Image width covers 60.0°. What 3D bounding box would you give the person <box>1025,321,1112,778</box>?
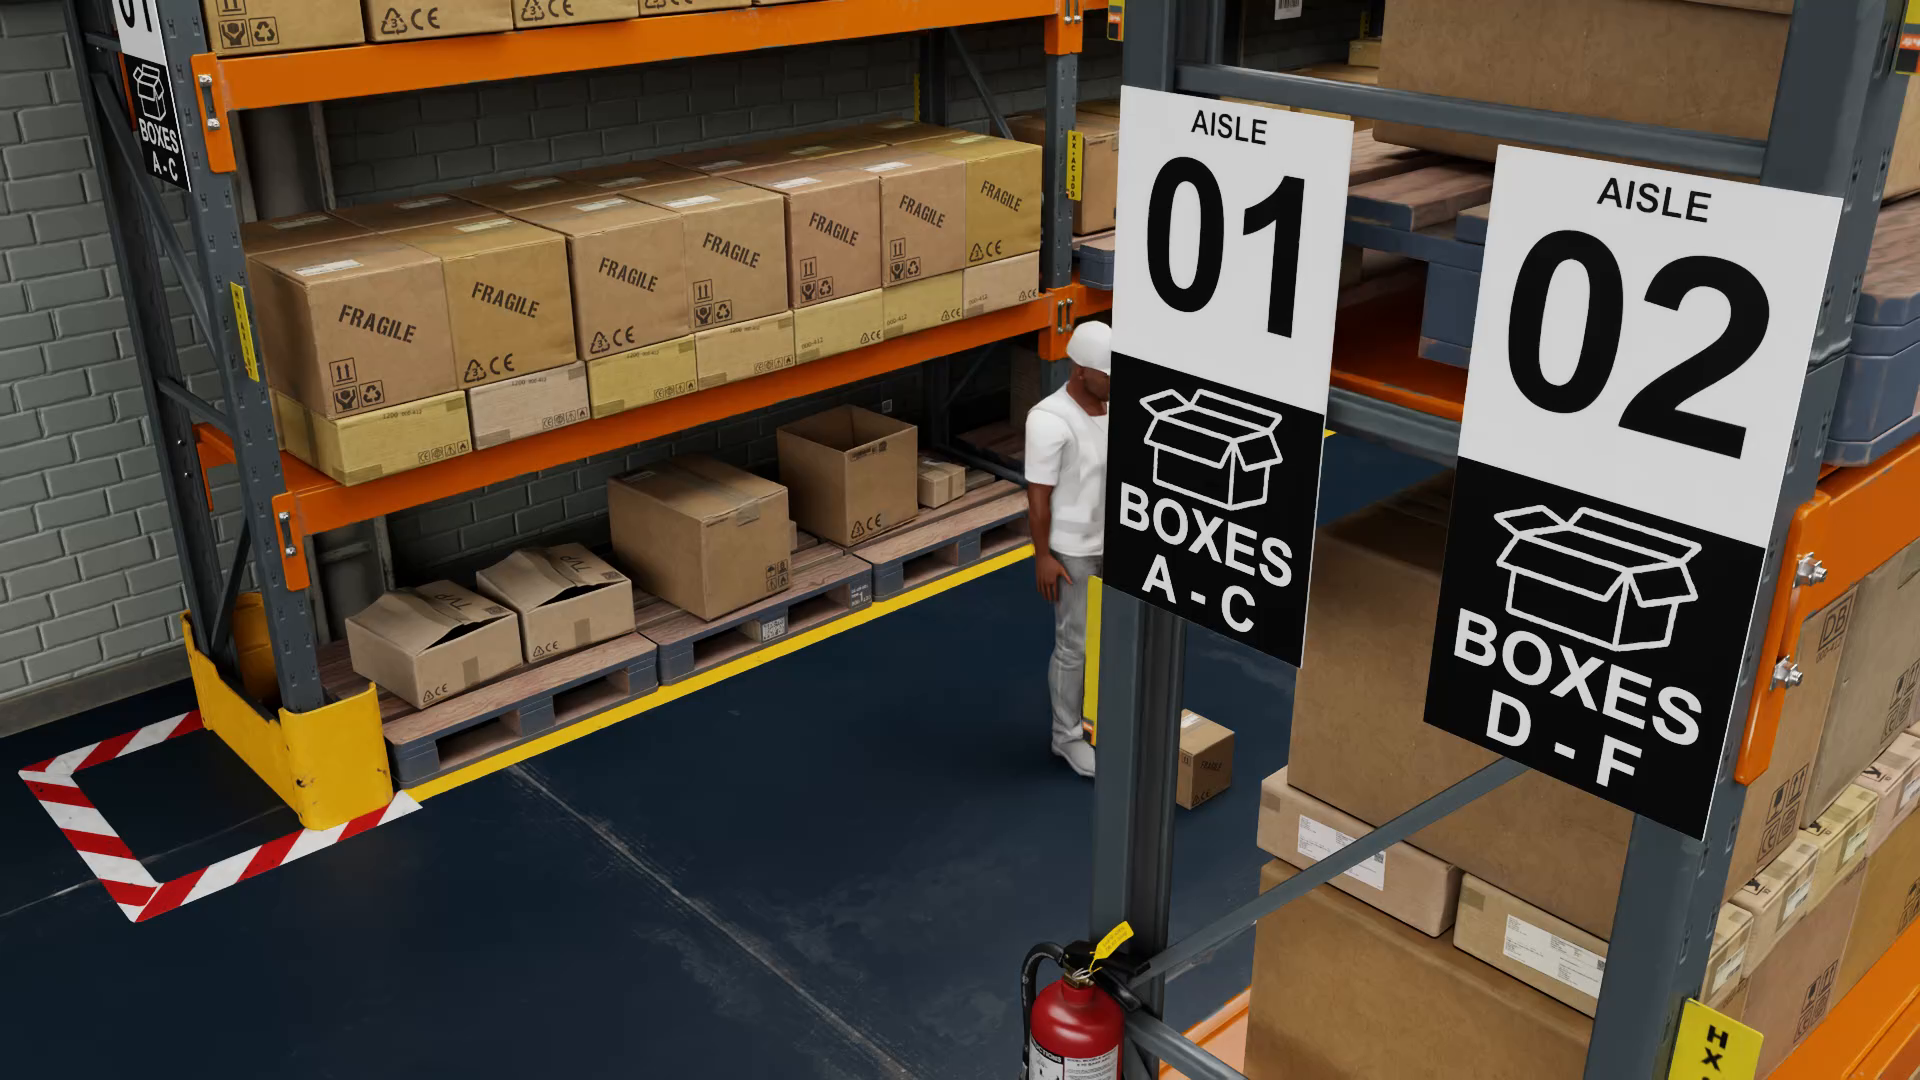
[{"bbox_3d":[0.535,0.020,6.495,0.459,1.783,0.590,21,31,38],"label":"person"}]
